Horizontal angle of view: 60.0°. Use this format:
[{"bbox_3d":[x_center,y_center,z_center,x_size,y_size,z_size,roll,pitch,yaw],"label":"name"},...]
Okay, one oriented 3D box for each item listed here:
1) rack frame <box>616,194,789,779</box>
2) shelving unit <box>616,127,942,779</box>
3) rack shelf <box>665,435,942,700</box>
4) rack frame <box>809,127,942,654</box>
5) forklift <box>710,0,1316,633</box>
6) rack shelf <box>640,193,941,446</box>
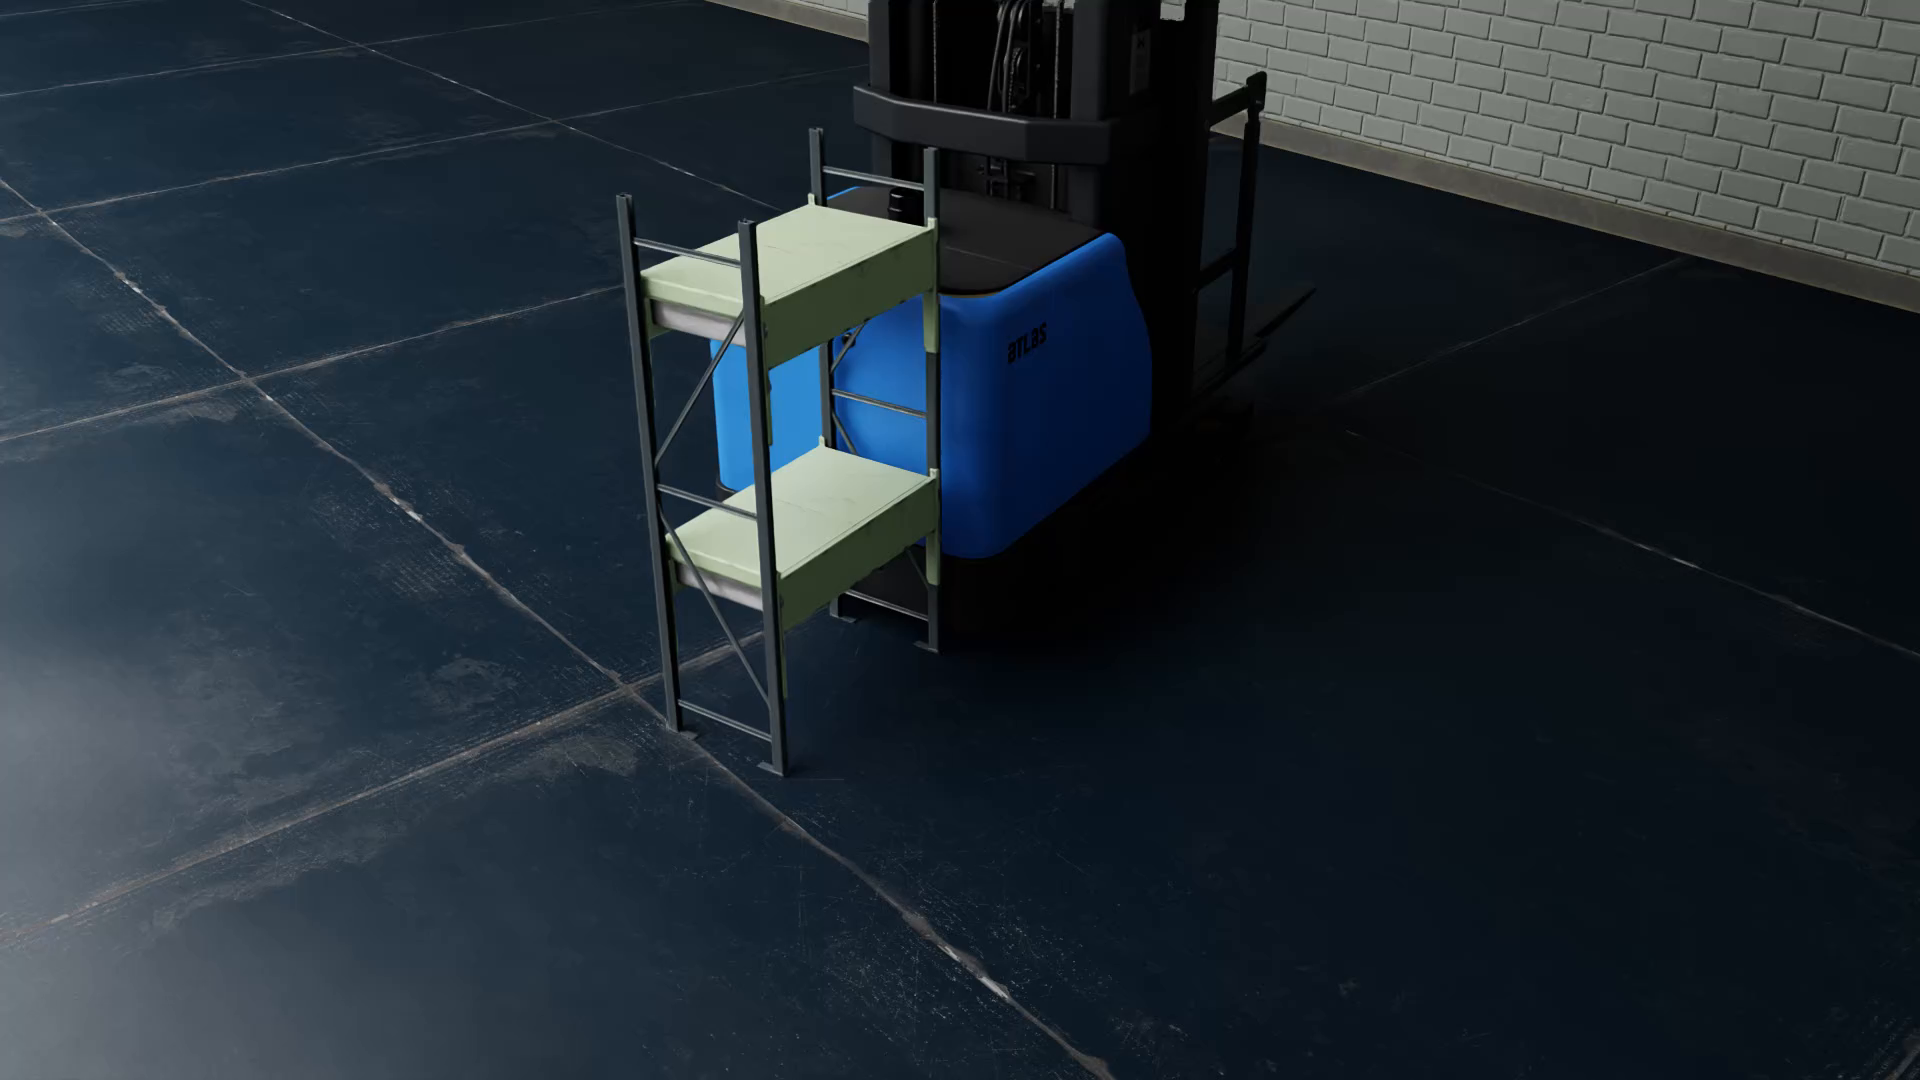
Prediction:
[{"bbox_3d":[-0.625,-0.090,4.122,0.400,1.500,0.023,17,33,29],"label":"rack frame"},{"bbox_3d":[-0.426,-0.235,4.393,0.431,1.500,0.755,17,33,29],"label":"shelving unit"},{"bbox_3d":[-0.426,0.053,4.546,0.431,0.370,0.720,17,33,29],"label":"rack shelf"},{"bbox_3d":[-0.226,-0.379,4.663,0.400,1.500,0.023,17,33,29],"label":"rack frame"},{"bbox_3d":[0.438,-1.671,5.563,1.130,2.935,3.031,16,32,28],"label":"forklift"},{"bbox_3d":[-0.426,-0.579,4.209,0.431,0.370,0.720,17,33,29],"label":"rack shelf"}]
